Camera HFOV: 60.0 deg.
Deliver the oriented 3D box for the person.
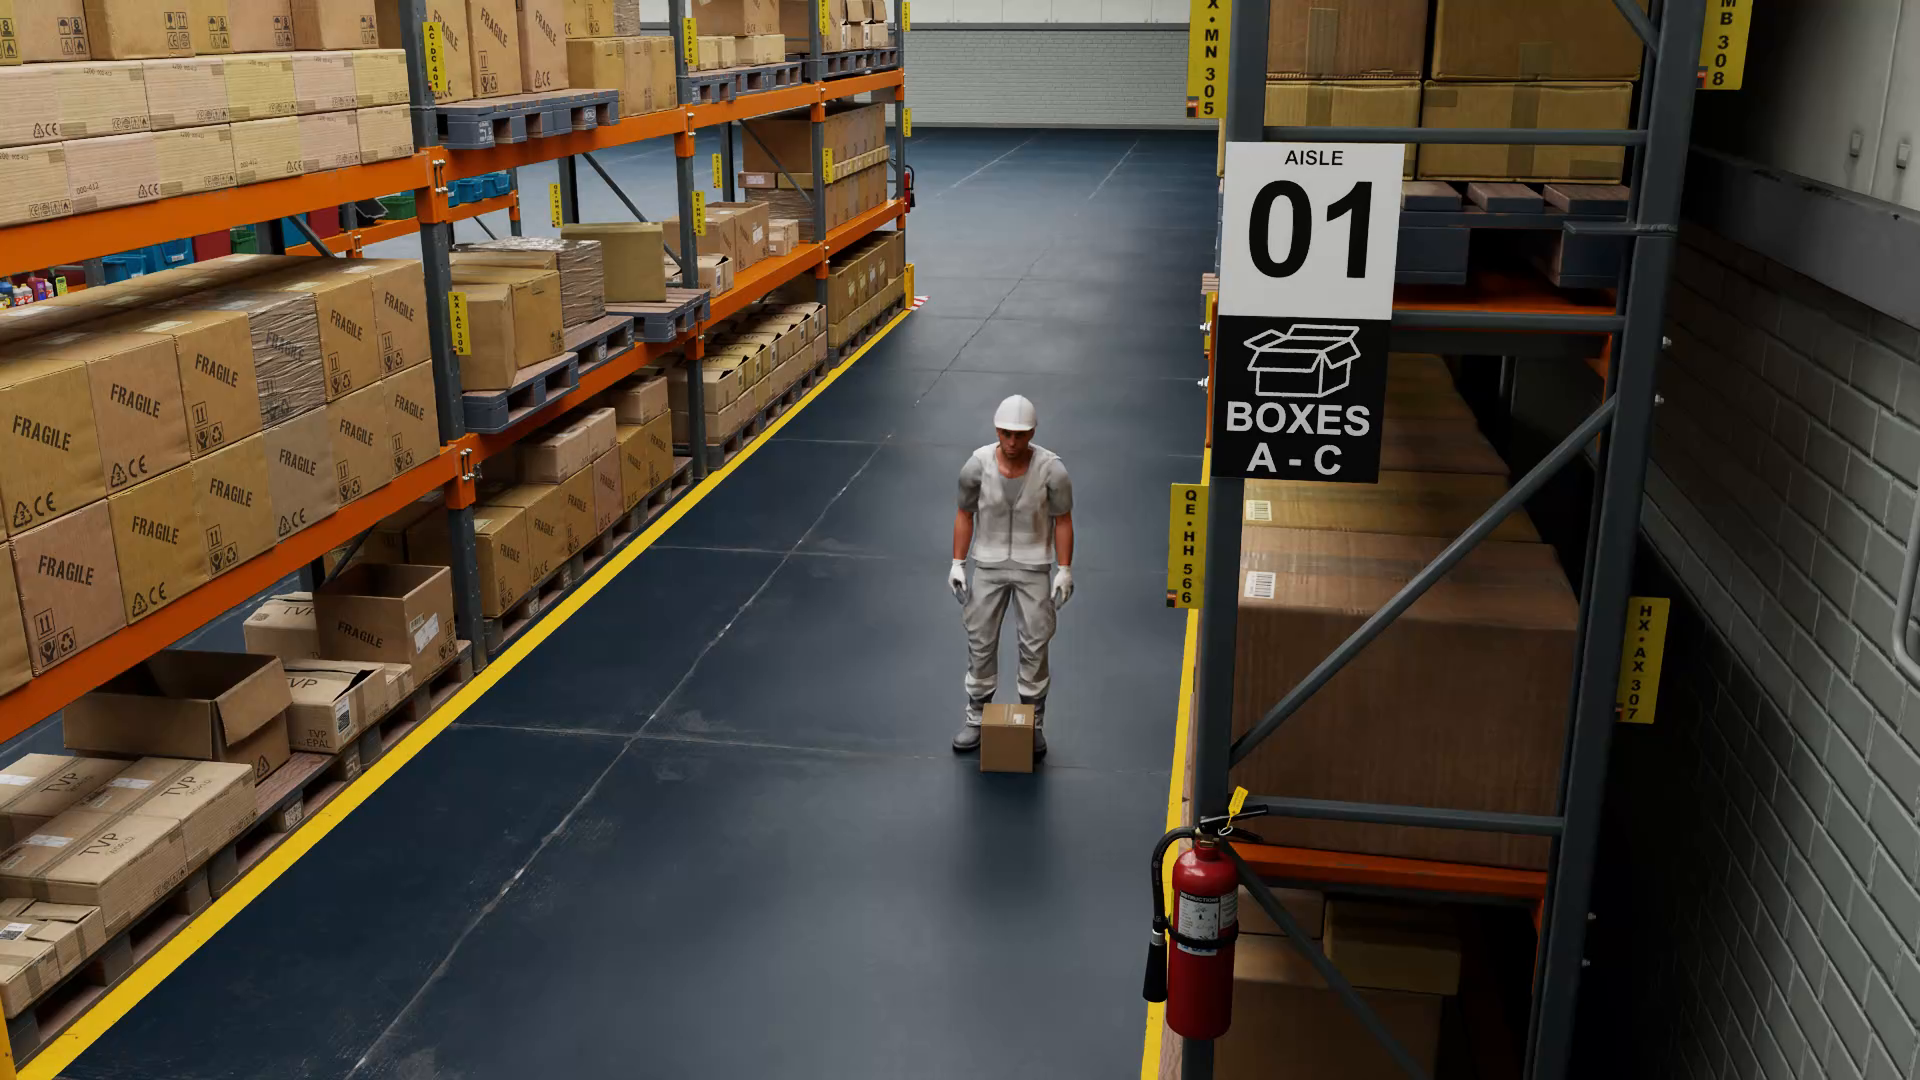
[{"bbox_3d":[0.247,0.161,8.021,0.608,1.779,0.453,3,18,8],"label":"person"}]
